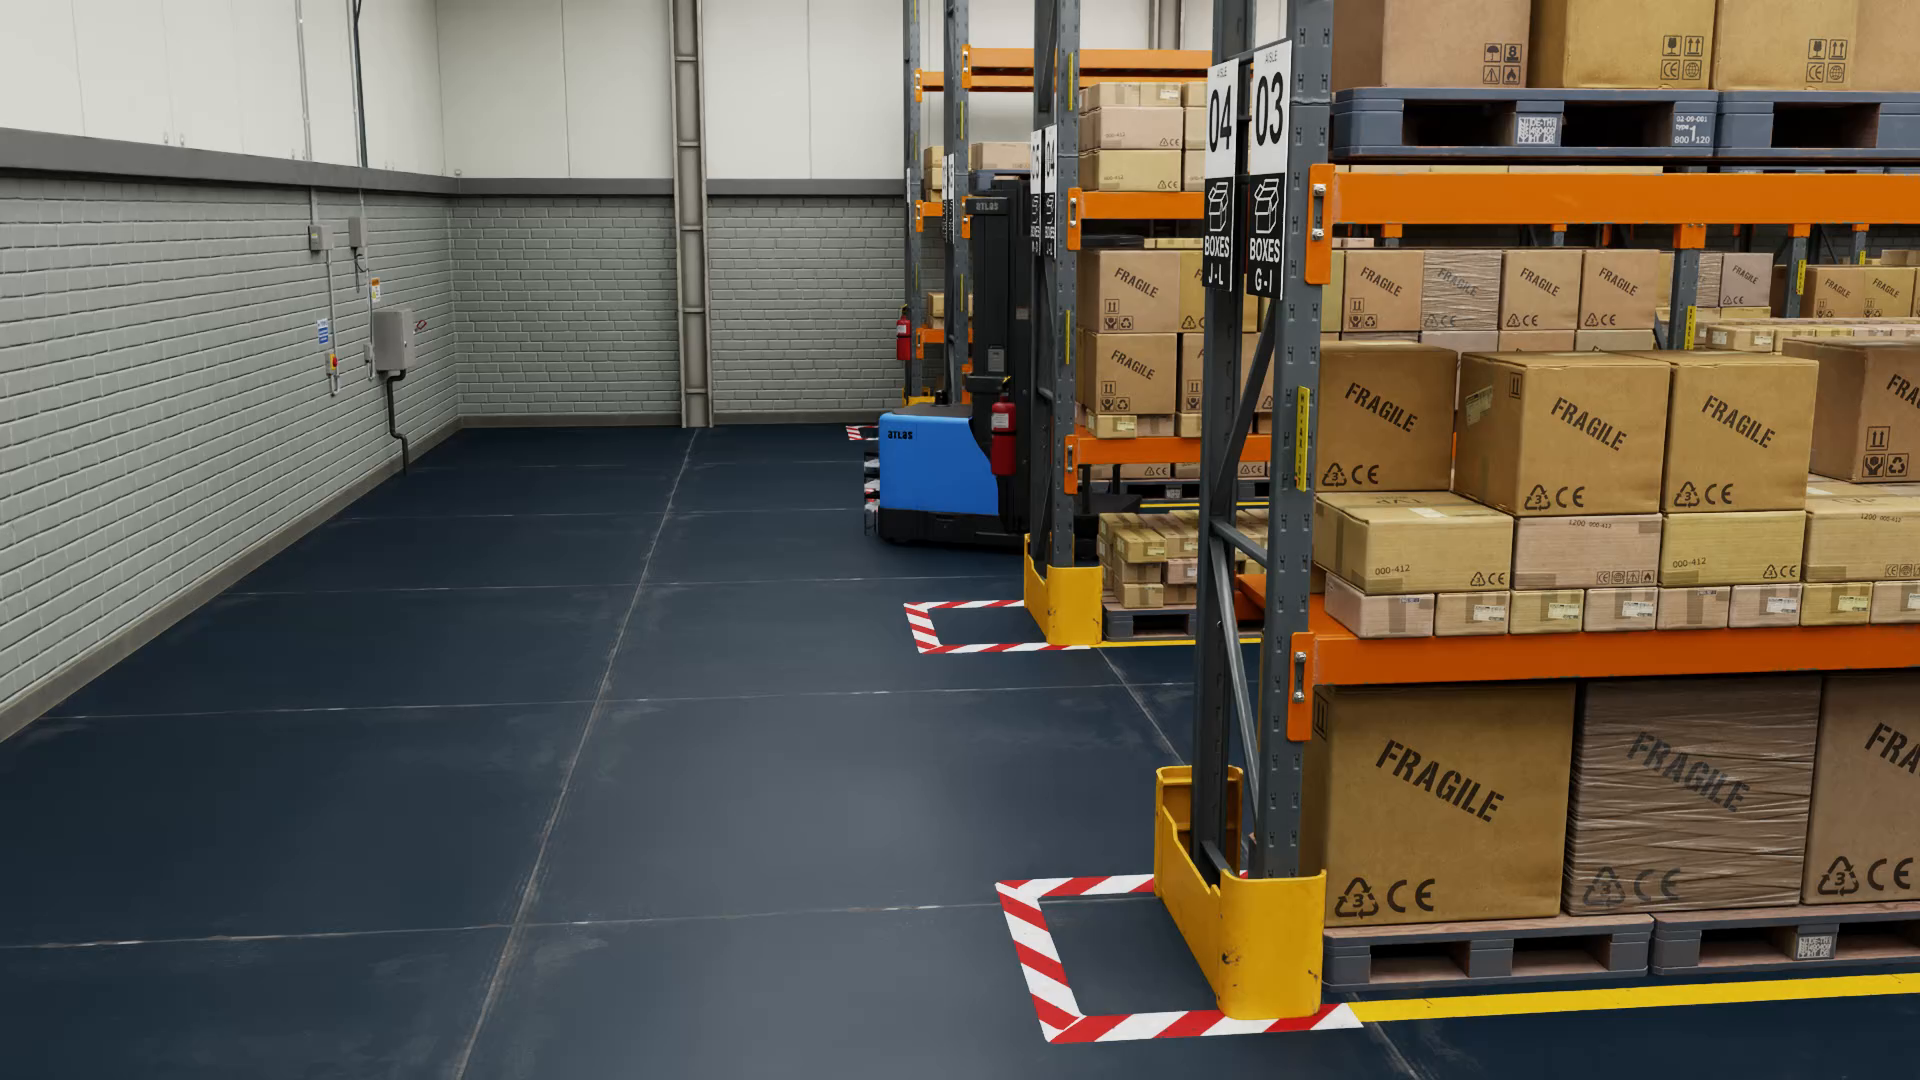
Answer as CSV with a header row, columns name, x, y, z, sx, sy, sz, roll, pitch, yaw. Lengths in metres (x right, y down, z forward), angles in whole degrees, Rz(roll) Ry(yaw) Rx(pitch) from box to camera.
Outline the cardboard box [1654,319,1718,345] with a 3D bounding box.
name,x,y,z,sx,sy,sz,roll,pitch,yaw
cardboard box,4.950,-1.421,11.342,0.250,0.149,0.380,-1,11,-3

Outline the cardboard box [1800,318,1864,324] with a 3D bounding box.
name,x,y,z,sx,sy,sz,roll,pitch,yaw
cardboard box,5.980,-1.442,11.448,0.250,0.149,0.380,-2,11,-8

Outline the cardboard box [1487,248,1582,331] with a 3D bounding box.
name,x,y,z,sx,sy,sz,roll,pitch,yaw
cardboard box,3.621,-1.613,10.674,0.500,0.500,0.500,-2,11,-8

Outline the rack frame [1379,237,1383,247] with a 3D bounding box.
name,x,y,z,sx,sy,sz,roll,pitch,yaw
rack frame,3.937,-1.949,16.004,0.053,2.616,0.949,-1,11,-6

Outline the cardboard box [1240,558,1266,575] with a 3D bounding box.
name,x,y,z,sx,sy,sz,roll,pitch,yaw
cardboard box,1.923,0.166,10.777,0.250,0.149,0.380,-1,11,-4

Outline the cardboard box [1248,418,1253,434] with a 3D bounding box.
name,x,y,z,sx,sy,sz,roll,pitch,yaw
cardboard box,1.718,-0.778,10.703,0.250,0.149,0.380,-1,11,-3

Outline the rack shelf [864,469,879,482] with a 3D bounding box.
name,x,y,z,sx,sy,sz,roll,pitch,yaw
rack shelf,-0.666,-0.540,13.991,0.200,0.077,0.258,4,12,19

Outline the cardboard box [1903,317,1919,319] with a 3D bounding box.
name,x,y,z,sx,sy,sz,roll,pitch,yaw
cardboard box,6.762,-1.459,11.532,0.250,0.149,0.380,-1,11,-4

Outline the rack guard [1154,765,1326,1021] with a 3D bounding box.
name,x,y,z,sx,sy,sz,roll,pitch,yaw
rack guard,1.007,1.263,6.149,0.348,0.500,1.175,-1,11,-6

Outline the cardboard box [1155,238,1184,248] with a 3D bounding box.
name,x,y,z,sx,sy,sz,roll,pitch,yaw
cardboard box,1.890,-2.701,15.299,0.250,0.149,0.380,-1,11,-7

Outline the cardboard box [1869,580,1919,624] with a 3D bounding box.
name,x,y,z,sx,sy,sz,roll,pitch,yaw
cardboard box,3.209,0.177,5.844,0.250,0.149,0.380,-1,11,-5

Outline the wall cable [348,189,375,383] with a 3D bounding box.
name,x,y,z,sx,sy,sz,roll,pitch,yaw
wall cable,-5.807,-2.513,16.241,0.122,1.984,0.588,-1,11,-6

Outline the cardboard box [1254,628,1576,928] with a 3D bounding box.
name,x,y,z,sx,sy,sz,roll,pitch,yaw
cardboard box,1.658,0.844,6.220,0.875,0.875,0.875,-1,11,-6

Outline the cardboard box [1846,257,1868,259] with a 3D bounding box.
name,x,y,z,sx,sy,sz,roll,pitch,yaw
cardboard box,11.889,-3.642,21.904,0.250,0.149,0.380,-2,11,-8

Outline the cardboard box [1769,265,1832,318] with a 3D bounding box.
name,x,y,z,sx,sy,sz,roll,pitch,yaw
cardboard box,8.336,-2.495,16.665,0.500,0.500,0.500,-2,11,-8

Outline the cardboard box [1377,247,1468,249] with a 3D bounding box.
name,x,y,z,sx,sy,sz,roll,pitch,yaw
cardboard box,3.079,-1.705,11.145,0.500,0.500,0.500,-1,11,-5

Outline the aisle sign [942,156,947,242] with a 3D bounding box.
name,x,y,z,sx,sy,sz,roll,pitch,yaw
aisle sign,-0.144,-3.198,15.621,0.004,0.787,0.394,-1,11,-6

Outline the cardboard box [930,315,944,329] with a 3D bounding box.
name,x,y,z,sx,sy,sz,roll,pitch,yaw
cardboard box,-0.223,-2.647,20.210,0.250,0.149,0.380,-1,11,-7

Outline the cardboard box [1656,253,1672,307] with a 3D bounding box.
name,x,y,z,sx,sy,sz,roll,pitch,yaw
cardboard box,6.424,-2.489,15.900,0.500,0.500,0.500,-1,11,-6

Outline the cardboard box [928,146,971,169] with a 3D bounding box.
name,x,y,z,sx,sy,sz,roll,pitch,yaw
cardboard box,-0.111,-4.567,19.869,0.500,0.250,0.500,-1,11,-7

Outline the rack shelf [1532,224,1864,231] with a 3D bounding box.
name,x,y,z,sx,sy,sz,roll,pitch,yaw
rack shelf,9.362,-4.144,21.258,4.000,0.370,1.077,-1,11,-6

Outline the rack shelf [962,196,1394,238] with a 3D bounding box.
name,x,y,z,sx,sy,sz,roll,pitch,yaw
rack shelf,1.949,-3.025,15.569,4.000,0.370,1.077,-1,11,-6

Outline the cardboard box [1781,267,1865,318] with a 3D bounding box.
name,x,y,z,sx,sy,sz,roll,pitch,yaw
cardboard box,8.386,-2.397,16.168,0.500,0.500,0.500,-2,11,-8

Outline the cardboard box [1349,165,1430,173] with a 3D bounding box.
name,x,y,z,sx,sy,sz,roll,pitch,yaw
cardboard box,8.243,-2.977,13.463,12.308,0.399,5.552,-1,11,-6

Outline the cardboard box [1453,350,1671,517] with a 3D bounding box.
name,x,y,z,sx,sy,sz,roll,pitch,yaw
cardboard box,2.034,-0.373,5.664,0.500,0.500,0.500,-1,11,-7

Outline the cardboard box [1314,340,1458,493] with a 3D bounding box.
name,x,y,z,sx,sy,sz,roll,pitch,yaw
cardboard box,1.487,-0.465,6.131,0.500,0.500,0.500,-1,11,-5

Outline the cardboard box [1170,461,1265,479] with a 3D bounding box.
name,x,y,z,sx,sy,sz,roll,pitch,yaw
cardboard box,2.411,-0.886,16.150,0.875,0.438,0.875,-2,11,-8

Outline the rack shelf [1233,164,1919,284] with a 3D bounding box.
name,x,y,z,sx,sy,sz,roll,pitch,yaw
rack shelf,3.019,-1.125,5.902,4.000,0.370,1.077,-1,11,-6

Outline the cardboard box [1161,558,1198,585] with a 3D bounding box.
name,x,y,z,sx,sy,sz,roll,pitch,yaw
cardboard box,1.423,0.173,10.744,0.250,0.149,0.380,-1,11,-6

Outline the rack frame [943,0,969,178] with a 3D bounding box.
name,x,y,z,sx,sy,sz,roll,pitch,yaw
rack frame,-0.039,-4.808,14.998,0.127,3.000,1.000,-1,11,-6

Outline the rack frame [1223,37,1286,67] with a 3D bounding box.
name,x,y,z,sx,sy,sz,roll,pitch,yaw
rack frame,1.030,-2.908,5.334,0.053,2.616,0.949,-1,11,-6

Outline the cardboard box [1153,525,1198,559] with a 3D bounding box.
name,x,y,z,sx,sy,sz,roll,pitch,yaw
cardboard box,1.414,0.009,10.807,0.250,0.149,0.380,-1,11,-5

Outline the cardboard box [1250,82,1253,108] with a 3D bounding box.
name,x,y,z,sx,sy,sz,roll,pitch,yaw
cardboard box,1.717,-2.718,10.202,0.250,0.149,0.380,-1,11,-5

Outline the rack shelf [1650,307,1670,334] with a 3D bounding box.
name,x,y,z,sx,sy,sz,roll,pitch,yaw
rack shelf,6.444,-2.118,15.960,0.513,0.250,0.513,-1,11,-6

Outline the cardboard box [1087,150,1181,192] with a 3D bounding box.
name,x,y,z,sx,sy,sz,roll,pitch,yaw
cardboard box,1.070,-2.276,10.282,0.529,0.250,0.529,-1,11,-7

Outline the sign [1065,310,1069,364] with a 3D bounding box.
name,x,y,z,sx,sy,sz,roll,pitch,yaw
sign,0.654,-1.238,10.146,0.005,0.325,0.100,-1,11,-6

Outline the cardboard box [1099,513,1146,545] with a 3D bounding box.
name,x,y,z,sx,sy,sz,roll,pitch,yaw
cardboard box,1.095,-0.076,11.239,0.250,0.149,0.380,-1,11,-5

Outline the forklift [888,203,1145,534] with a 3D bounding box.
name,x,y,z,sx,sy,sz,roll,pitch,yaw
forklift,2.746,-3.035,15.804,9.711,5.209,7.407,4,12,19

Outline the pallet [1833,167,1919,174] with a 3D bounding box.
name,x,y,z,sx,sy,sz,roll,pitch,yaw
pallet,6.228,-2.395,10.986,1.003,0.211,1.213,-1,11,-6

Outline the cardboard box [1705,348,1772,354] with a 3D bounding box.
name,x,y,z,sx,sy,sz,roll,pitch,yaw
cardboard box,5.014,-1.150,10.731,0.250,0.149,0.380,-1,11,-5

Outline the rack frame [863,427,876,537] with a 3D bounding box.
name,x,y,z,sx,sy,sz,roll,pitch,yaw
rack frame,-0.762,-0.491,14.034,0.006,0.900,0.240,4,12,19

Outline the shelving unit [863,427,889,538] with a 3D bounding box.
name,x,y,z,sx,sy,sz,roll,pitch,yaw
shelving unit,5.805,-1.208,9.523,15.226,4.048,4.052,4,12,19

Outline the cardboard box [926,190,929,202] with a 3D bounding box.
name,x,y,z,sx,sy,sz,roll,pitch,yaw
cardboard box,-0.286,-4.216,20.413,0.250,0.149,0.380,-1,11,-5

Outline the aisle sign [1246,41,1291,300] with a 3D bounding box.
name,x,y,z,sx,sy,sz,roll,pitch,yaw
aisle sign,0.992,-1.181,5.359,0.004,0.787,0.394,-1,11,-6

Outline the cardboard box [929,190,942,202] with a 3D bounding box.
name,x,y,z,sx,sy,sz,roll,pitch,yaw
cardboard box,-0.237,-4.127,19.960,0.250,0.149,0.380,-1,11,-5

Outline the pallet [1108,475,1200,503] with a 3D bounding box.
name,x,y,z,sx,sy,sz,roll,pitch,yaw
pallet,1.957,-0.553,16.133,1.213,0.211,1.003,-1,11,-6

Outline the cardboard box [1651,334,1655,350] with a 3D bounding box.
name,x,y,z,sx,sy,sz,roll,pitch,yaw
cardboard box,6.431,-1.876,16.025,0.500,0.250,0.500,-1,11,-7

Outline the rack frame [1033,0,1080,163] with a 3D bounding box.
name,x,y,z,sx,sy,sz,roll,pitch,yaw
rack frame,0.596,-3.861,10.180,0.127,3.000,1.000,-1,11,-6

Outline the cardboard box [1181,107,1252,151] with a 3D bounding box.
name,x,y,z,sx,sy,sz,roll,pitch,yaw
cardboard box,1.579,-2.531,10.285,0.500,0.250,0.500,-1,11,-7

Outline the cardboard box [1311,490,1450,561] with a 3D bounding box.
name,x,y,z,sx,sy,sz,roll,pitch,yaw
cardboard box,1.484,-0.098,6.206,0.500,0.250,0.500,-1,11,-7

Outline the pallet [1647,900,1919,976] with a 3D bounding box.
name,x,y,z,sx,sy,sz,roll,pitch,yaw
pallet,3.027,1.348,6.466,1.213,0.211,1.003,-1,11,-6

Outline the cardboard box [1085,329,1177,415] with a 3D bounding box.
name,x,y,z,sx,sy,sz,roll,pitch,yaw
cardboard box,1.072,-1.069,10.499,0.500,0.500,0.500,-1,11,-3

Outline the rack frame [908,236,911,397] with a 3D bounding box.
name,x,y,z,sx,sy,sz,roll,pitch,yaw
rack frame,-0.579,-2.816,20.415,0.053,2.616,0.949,-1,11,-6
